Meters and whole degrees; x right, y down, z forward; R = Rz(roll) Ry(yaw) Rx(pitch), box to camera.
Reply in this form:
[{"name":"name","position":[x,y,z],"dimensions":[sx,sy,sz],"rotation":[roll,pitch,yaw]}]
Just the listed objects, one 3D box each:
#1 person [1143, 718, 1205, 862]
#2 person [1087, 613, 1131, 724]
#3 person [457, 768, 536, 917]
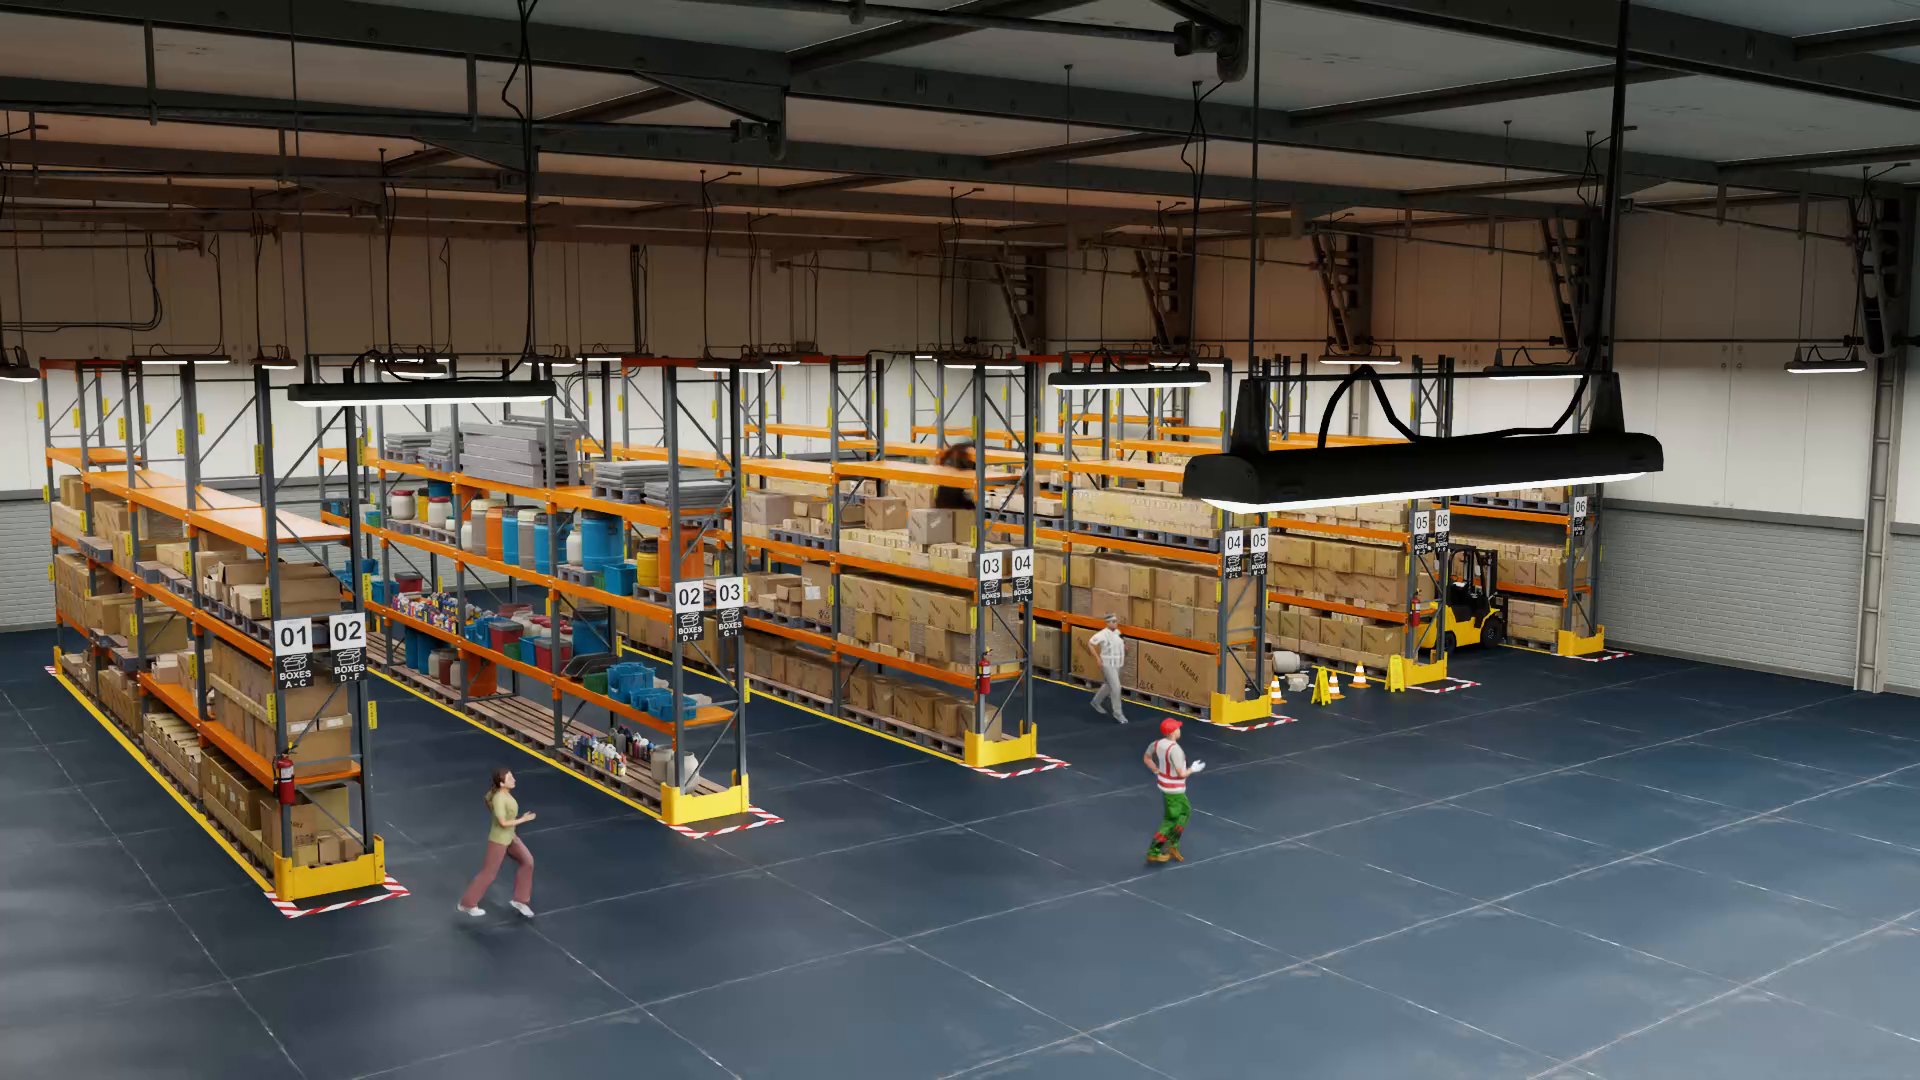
[{"name":"person","position":[2.588,3.042,20.102],"dimensions":[0.694,1.823,0.631],"rotation":[-2,7,-12]},{"name":"person","position":[2.516,2.110,27.780],"dimensions":[0.888,1.822,0.626],"rotation":[5,9,38]},{"name":"person","position":[-5.062,3.329,18.201],"dimensions":[0.862,1.710,0.580],"rotation":[0,7,-3]}]
